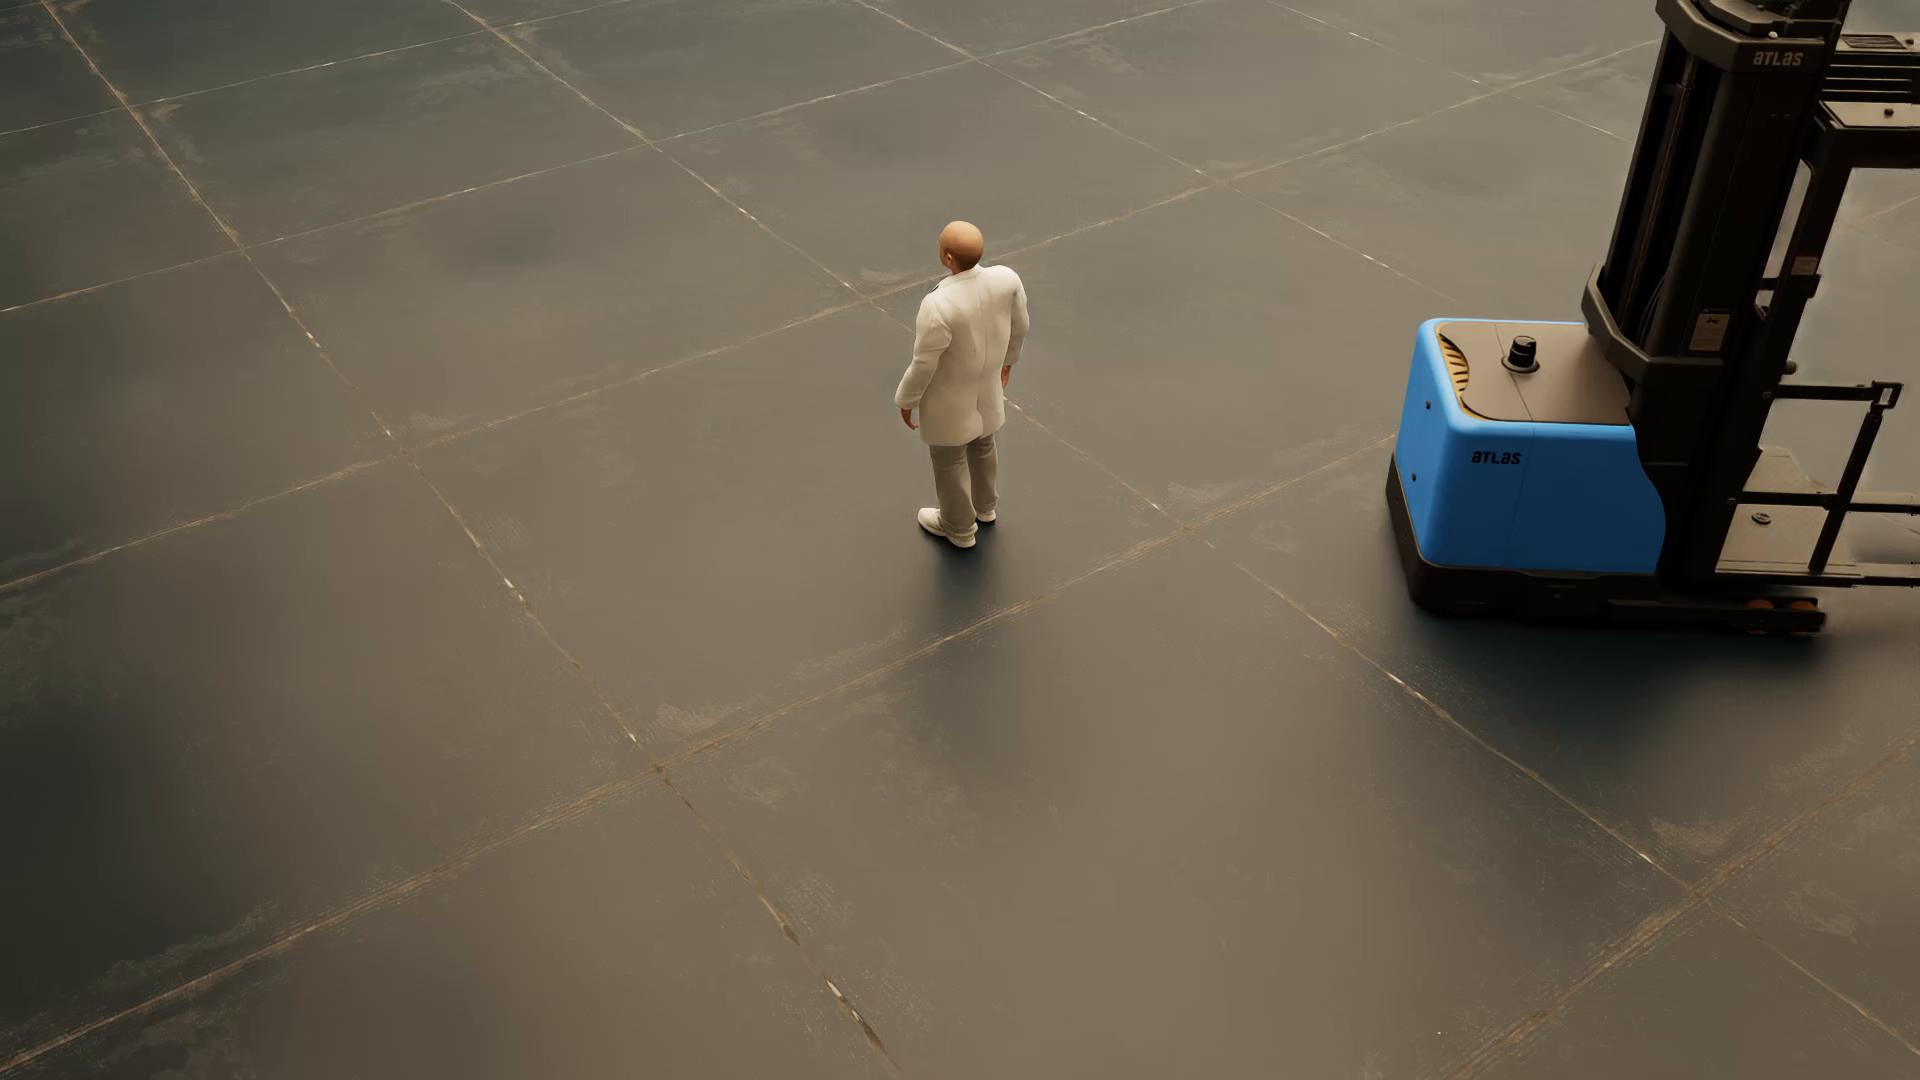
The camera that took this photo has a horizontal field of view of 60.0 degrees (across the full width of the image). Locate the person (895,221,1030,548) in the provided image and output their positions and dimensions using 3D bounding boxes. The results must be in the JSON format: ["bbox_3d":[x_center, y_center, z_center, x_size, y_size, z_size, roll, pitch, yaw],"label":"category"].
[{"bbox_3d":[-0.048,-0.766,7.939,0.694,1.775,0.581,-23,42,-28],"label":"person"}]

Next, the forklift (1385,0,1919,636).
[{"bbox_3d":[3.689,-1.057,7.374,3.031,2.935,1.130,2,37,3],"label":"forklift"}]
